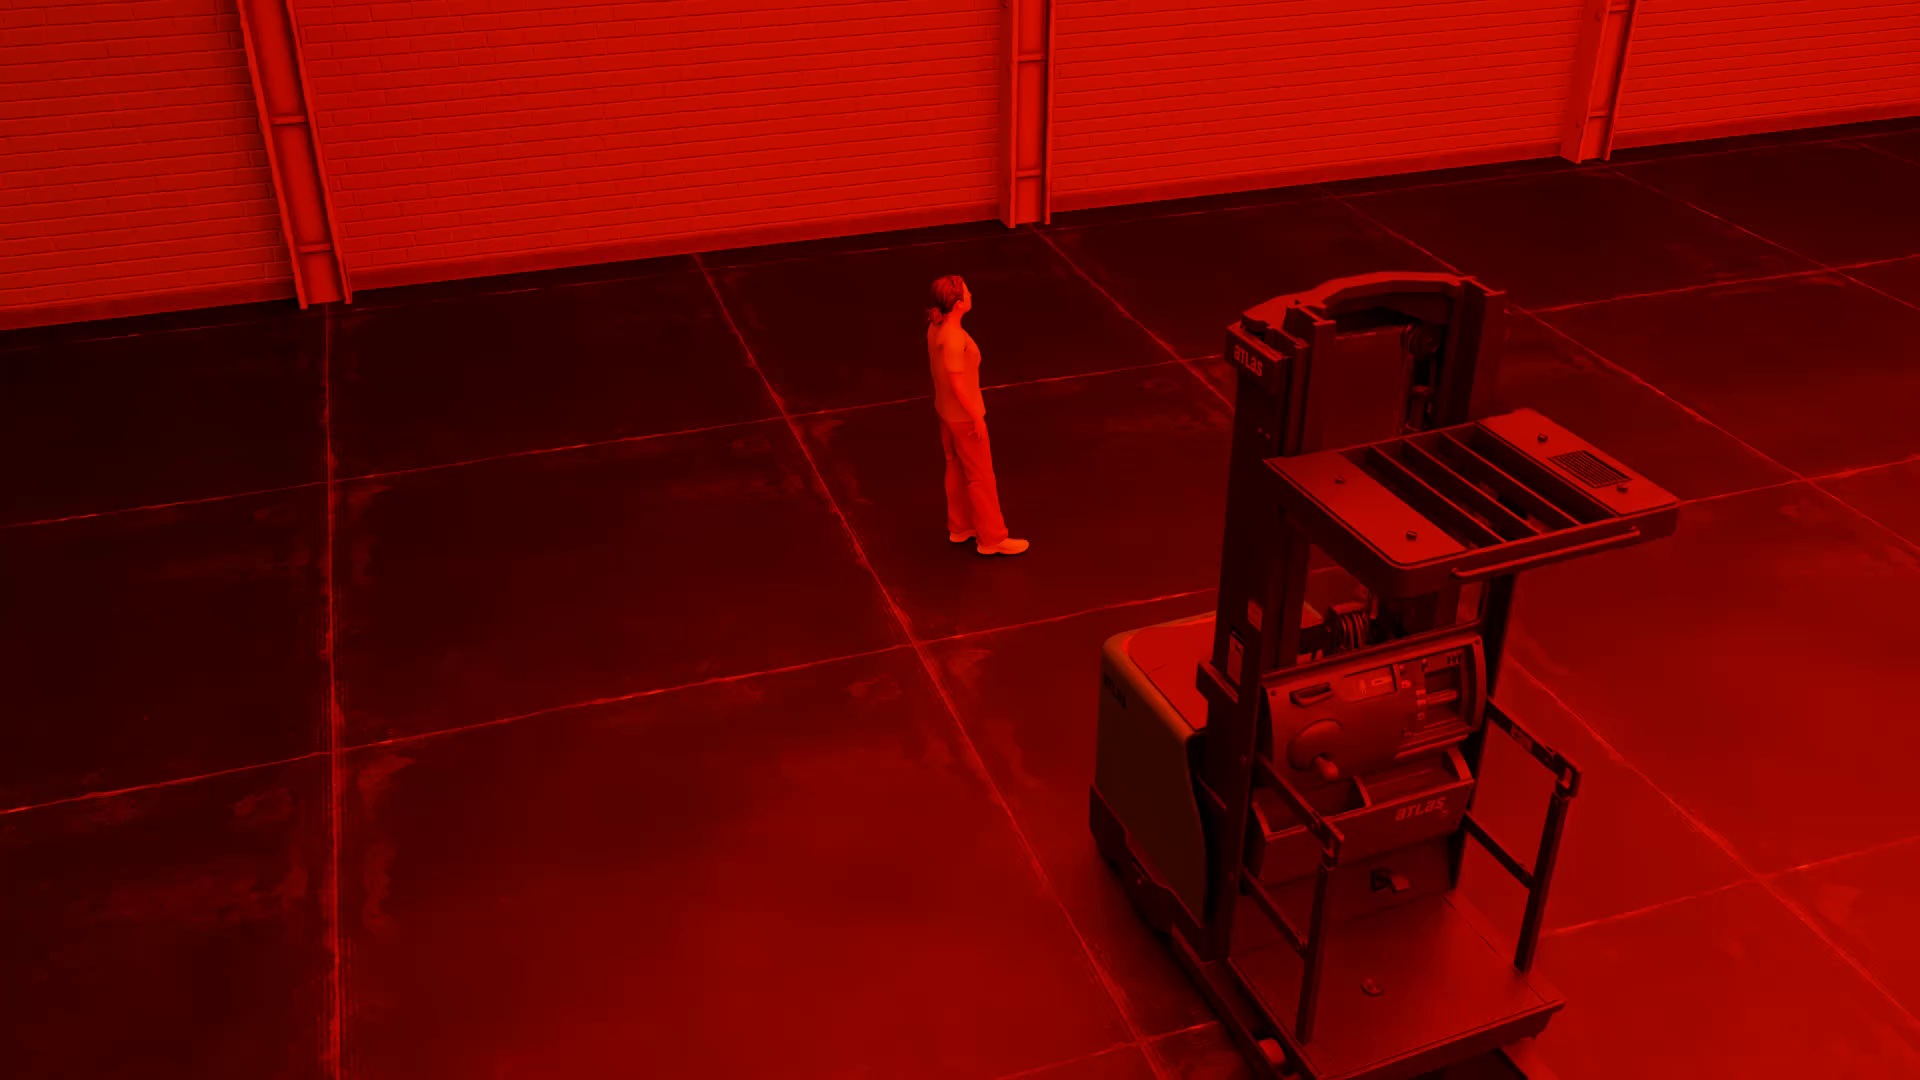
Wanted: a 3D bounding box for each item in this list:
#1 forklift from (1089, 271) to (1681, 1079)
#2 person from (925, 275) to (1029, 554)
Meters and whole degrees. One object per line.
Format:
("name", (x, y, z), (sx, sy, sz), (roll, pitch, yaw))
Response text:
("forklift", (1.616, 0.664, 5.934), (1.130, 2.935, 3.031), (-11, 32, -19))
("person", (0.074, -0.739, 9.615), (0.548, 1.673, 0.553), (-10, 31, -16))
